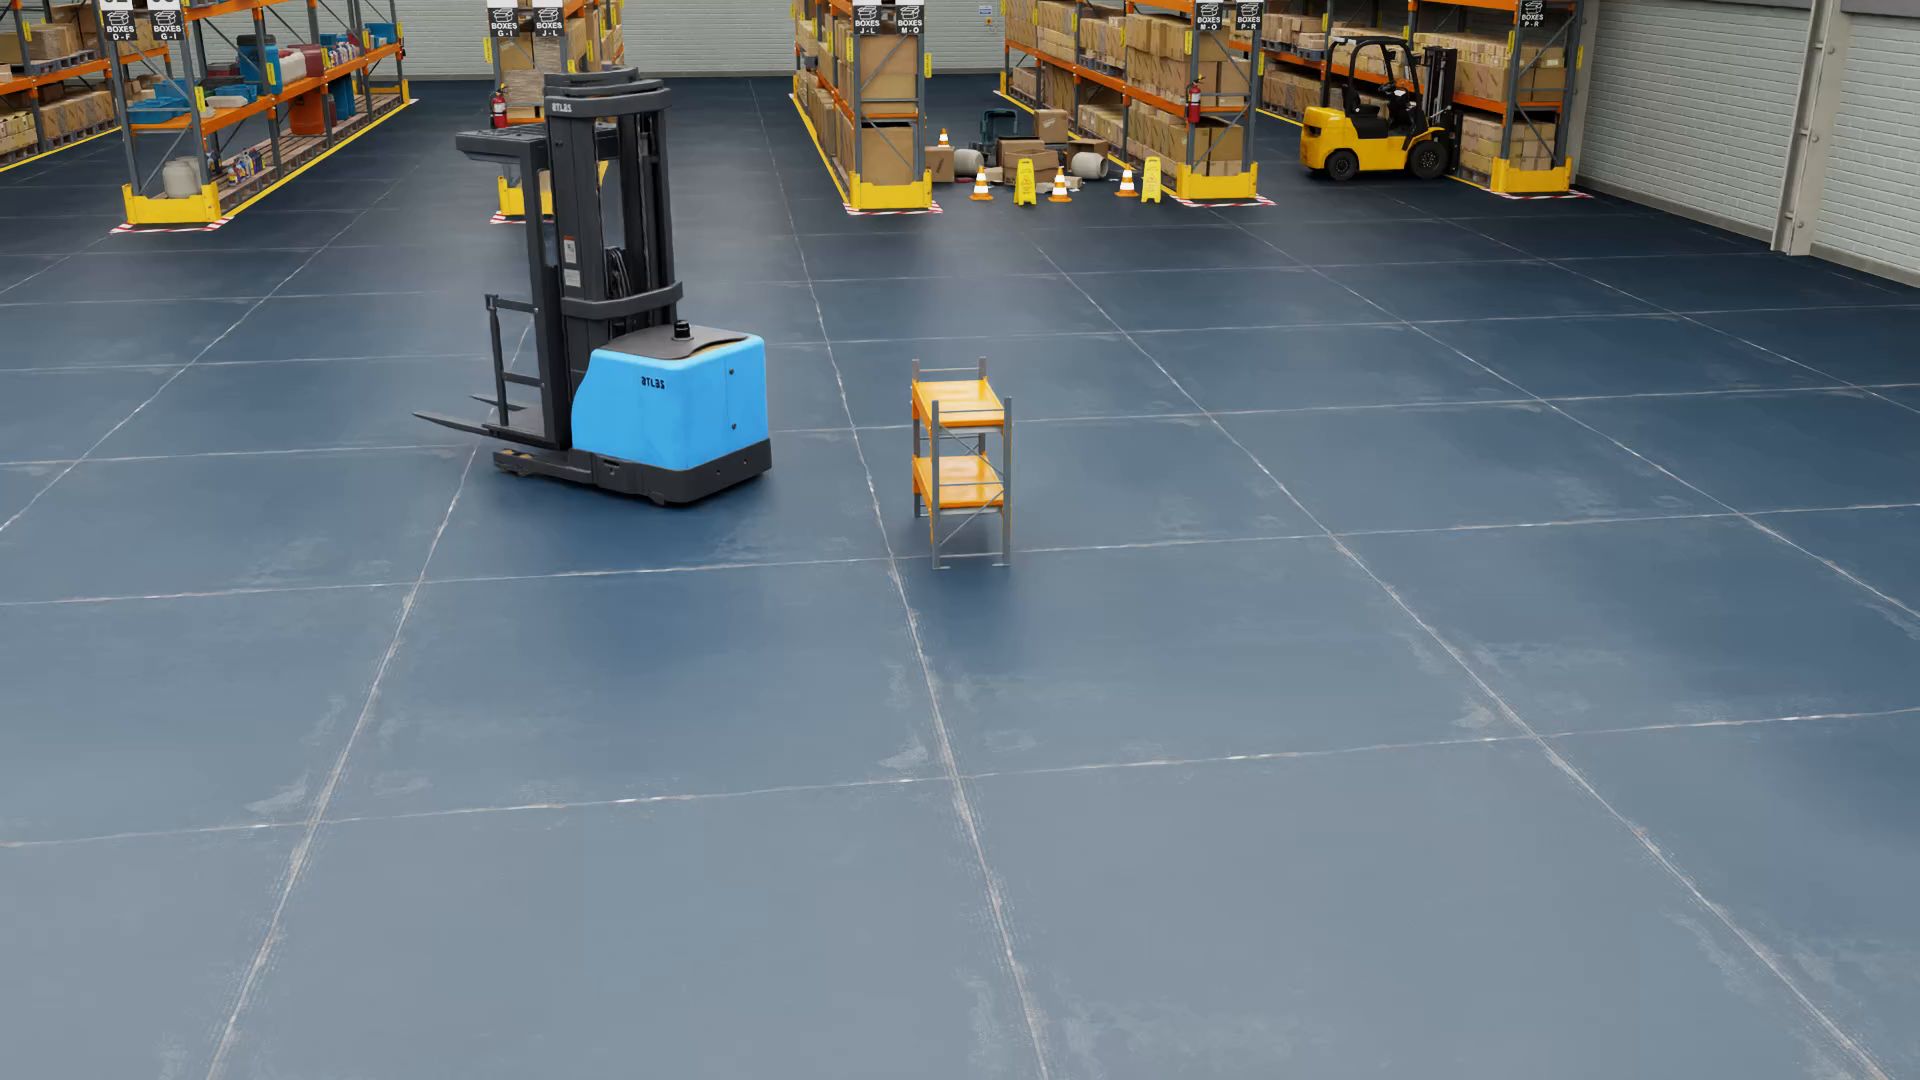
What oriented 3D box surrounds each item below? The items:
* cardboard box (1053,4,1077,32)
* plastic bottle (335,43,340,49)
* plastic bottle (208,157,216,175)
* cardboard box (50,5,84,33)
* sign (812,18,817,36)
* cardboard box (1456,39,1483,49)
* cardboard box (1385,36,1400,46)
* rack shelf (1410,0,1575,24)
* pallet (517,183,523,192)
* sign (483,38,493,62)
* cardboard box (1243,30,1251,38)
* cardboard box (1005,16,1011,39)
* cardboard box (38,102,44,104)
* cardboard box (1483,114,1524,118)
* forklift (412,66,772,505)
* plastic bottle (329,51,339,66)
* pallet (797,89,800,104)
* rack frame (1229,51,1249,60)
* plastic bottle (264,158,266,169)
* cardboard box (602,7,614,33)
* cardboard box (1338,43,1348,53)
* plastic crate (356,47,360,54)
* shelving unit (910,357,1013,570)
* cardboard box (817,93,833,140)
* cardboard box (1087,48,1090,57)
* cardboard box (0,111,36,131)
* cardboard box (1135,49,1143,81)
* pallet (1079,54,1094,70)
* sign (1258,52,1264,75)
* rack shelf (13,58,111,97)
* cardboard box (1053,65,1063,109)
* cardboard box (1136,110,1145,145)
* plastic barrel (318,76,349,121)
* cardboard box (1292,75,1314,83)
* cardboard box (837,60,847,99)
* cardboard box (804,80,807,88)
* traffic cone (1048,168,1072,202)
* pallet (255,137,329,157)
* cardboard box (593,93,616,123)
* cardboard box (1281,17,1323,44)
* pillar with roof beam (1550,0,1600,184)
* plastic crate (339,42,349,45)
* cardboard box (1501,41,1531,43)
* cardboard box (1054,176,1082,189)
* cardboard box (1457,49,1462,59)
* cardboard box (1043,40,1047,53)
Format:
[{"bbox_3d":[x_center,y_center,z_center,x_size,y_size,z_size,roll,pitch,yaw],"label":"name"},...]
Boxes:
[{"bbox_3d":[2.175,-10.539,33.575,0.500,0.500,0.500,-3,21,-9],"label":"cardboard box"},{"bbox_3d":[-12.222,-9.572,32.628,0.144,0.351,0.185,-3,21,-8],"label":"plastic bottle"},{"bbox_3d":[-11.563,-5.782,25.680,0.097,0.271,0.097,0,20,0],"label":"plastic bottle"},{"bbox_3d":[-17.794,-10.397,33.194,0.500,0.500,0.500,-3,21,-7],"label":"cardboard box"},{"bbox_3d":[-2.698,-9.523,30.885,0.100,0.325,0.005,-3,21,-8],"label":"sign"},{"bbox_3d":[8.280,-8.037,26.952,0.380,0.149,0.250,-3,21,-8],"label":"cardboard box"},{"bbox_3d":[7.733,-8.918,29.736,0.380,0.149,0.250,-4,21,-9],"label":"cardboard box"},{"bbox_3d":[8.498,-8.575,26.630,1.077,0.370,4.000,-3,21,-8],"label":"rack shelf"},{"bbox_3d":[-6.025,-5.066,24.479,1.003,0.211,1.213,-3,21,-8],"label":"pallet"},{"bbox_3d":[-6.484,-6.733,22.849,0.100,0.325,0.005,-3,21,-8],"label":"sign"},{"bbox_3d":[6.655,-11.375,37.175,0.500,0.250,0.500,-3,21,-8],"label":"cardboard box"},{"bbox_3d":[1.354,-11.969,38.832,0.500,0.500,0.500,-3,21,-8],"label":"cardboard box"},{"bbox_3d":[-17.330,-7.861,30.920,0.500,0.500,0.500,-4,21,-10],"label":"cardboard box"},{"bbox_3d":[8.767,-6.714,26.807,0.500,0.250,0.500,-3,21,-8],"label":"cardboard box"},{"bbox_3d":[-2.930,-1.992,12.359,3.031,2.935,1.130,13,24,30],"label":"forklift"},{"bbox_3d":[-11.928,-9.172,31.662,0.152,0.276,0.135,-3,21,-8],"label":"plastic bottle"},{"bbox_3d":[-3.222,-10.203,38.231,1.003,0.211,1.213,-3,21,-8],"label":"pallet"},{"bbox_3d":[6.480,-12.355,40.007,1.000,3.000,0.127,-3,21,-8],"label":"rack frame"},{"bbox_3d":[-11.049,-5.984,26.321,0.097,0.201,0.097,0,20,0],"label":"plastic bottle"},{"bbox_3d":[-7.477,-10.817,34.609,0.500,0.500,0.500,-3,21,-8],"label":"cardboard box"},{"bbox_3d":[7.526,-9.409,31.621,0.500,0.250,0.500,-2,21,-6],"label":"cardboard box"},{"bbox_3d":[-12.488,-10.041,34.105,0.396,0.136,0.243,-3,21,-8],"label":"plastic crate"},{"bbox_3d":[-0.001,-0.529,11.026,0.538,1.125,1.048,-3,21,-8],"label":"shelving unit"},{"bbox_3d":[-2.034,-7.673,30.089,1.050,0.750,0.750,-3,21,-7],"label":"cardboard box"},{"bbox_3d":[2.586,-9.094,31.035,0.380,0.149,0.250,-4,21,-11],"label":"cardboard box"},{"bbox_3d":[-16.569,-7.337,29.102,0.500,0.311,0.500,-2,21,-6],"label":"cardboard box"},{"bbox_3d":[3.181,-7.795,27.232,0.500,0.500,0.500,-3,21,-8],"label":"cardboard box"},{"bbox_3d":[2.930,-9.002,31.305,1.213,0.211,1.003,-3,21,-8],"label":"pallet"},{"bbox_3d":[4.412,-6.996,24.423,0.100,0.325,0.005,-3,21,-8],"label":"sign"},{"bbox_3d":[-17.177,-8.690,31.225,1.077,0.370,4.000,-3,21,-8],"label":"rack shelf"},{"bbox_3d":[2.452,-9.396,34.524,0.875,0.875,0.875,-2,21,-6],"label":"cardboard box"},{"bbox_3d":[3.205,-6.805,27.408,0.500,0.500,0.500,-2,21,-6],"label":"cardboard box"},{"bbox_3d":[-12.399,-8.748,32.749,0.600,0.901,0.708,-3,21,-8],"label":"plastic barrel"},{"bbox_3d":[7.163,-9.621,34.733,0.380,0.149,0.250,-3,21,-8],"label":"cardboard box"},{"bbox_3d":[-1.457,-7.224,26.057,0.875,0.550,0.550,-3,21,-8],"label":"cardboard box"},{"bbox_3d":[-3.167,-9.856,35.941,0.380,0.149,0.250,-3,21,-8],"label":"cardboard box"},{"bbox_3d":[1.487,-5.285,24.705,0.336,0.463,0.334,-3,21,-8],"label":"traffic cone"},{"bbox_3d":[-11.913,-7.007,29.675,1.003,0.211,1.213,-3,21,-8],"label":"pallet"},{"bbox_3d":[-7.164,-8.275,31.520,1.225,0.875,0.875,-4,21,-10],"label":"cardboard box"},{"bbox_3d":[7.093,-10.583,34.522,0.700,0.500,0.500,-3,21,-8],"label":"cardboard box"},{"bbox_3d":[5.318,-9.695,24.311,9.100,9.000,0.400,-3,21,-8],"label":"pillar with roof beam"},{"bbox_3d":[-13.111,-10.461,35.228,0.293,0.136,0.466,-3,21,-8],"label":"plastic crate"},{"bbox_3d":[8.869,-7.887,26.551,0.380,0.149,0.250,-3,21,-9],"label":"cardboard box"},{"bbox_3d":[1.687,-5.579,25.942,0.380,0.149,0.250,8,22,20],"label":"cardboard box"},{"bbox_3d":[8.198,-7.890,26.985,0.380,0.149,0.250,-3,21,-9],"label":"cardboard box"},{"bbox_3d":[2.023,-10.303,34.729,0.500,0.250,0.500,-3,21,-9],"label":"cardboard box"}]
